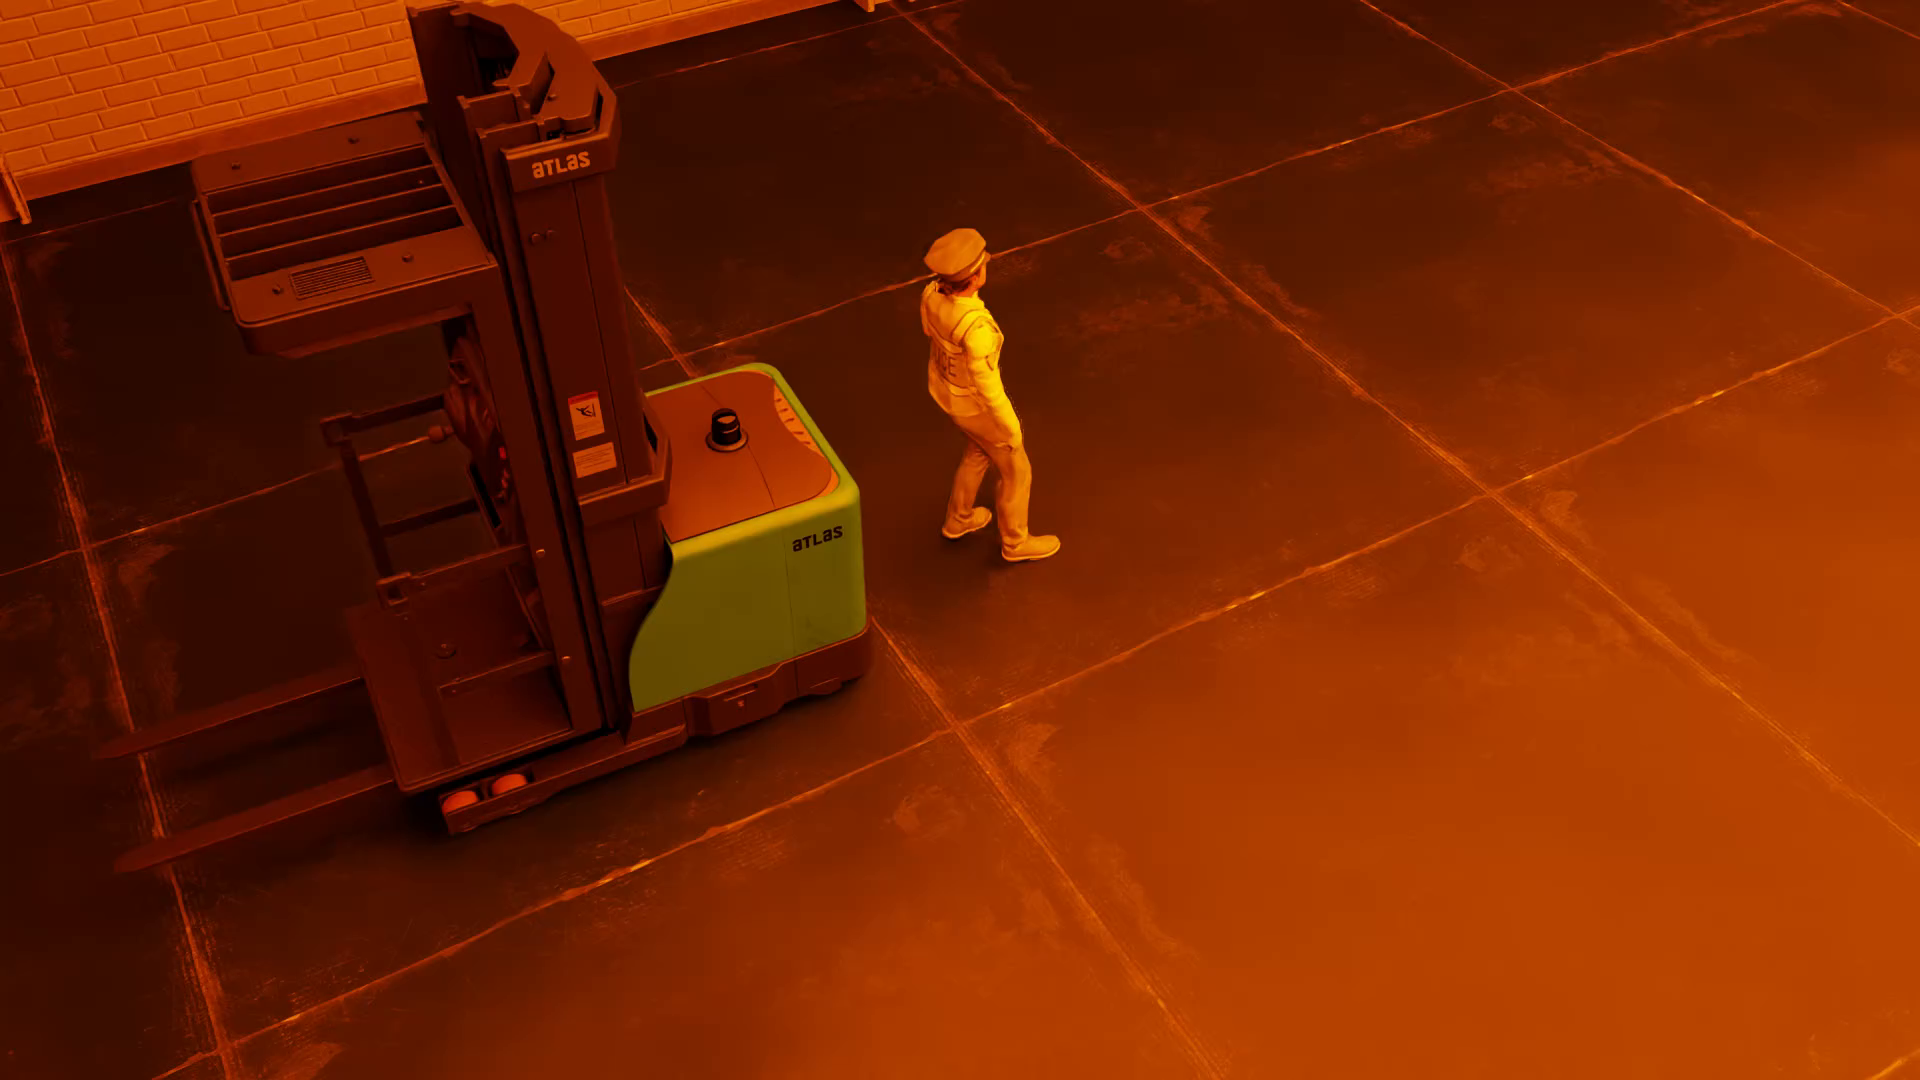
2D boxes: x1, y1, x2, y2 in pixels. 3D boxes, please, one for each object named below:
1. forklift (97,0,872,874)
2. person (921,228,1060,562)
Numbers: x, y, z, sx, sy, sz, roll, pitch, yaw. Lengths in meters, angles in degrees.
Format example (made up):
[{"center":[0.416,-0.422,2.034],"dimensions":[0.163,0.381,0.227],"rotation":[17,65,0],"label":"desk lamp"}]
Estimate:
[{"center":[-1.934,-0.330,6.054],"dimensions":[3.031,2.935,1.130],"rotation":[-19,46,-19],"label":"forklift"},{"center":[0.119,-0.643,7.342],"dimensions":[0.527,1.670,0.636],"rotation":[-20,46,-20],"label":"person"}]
